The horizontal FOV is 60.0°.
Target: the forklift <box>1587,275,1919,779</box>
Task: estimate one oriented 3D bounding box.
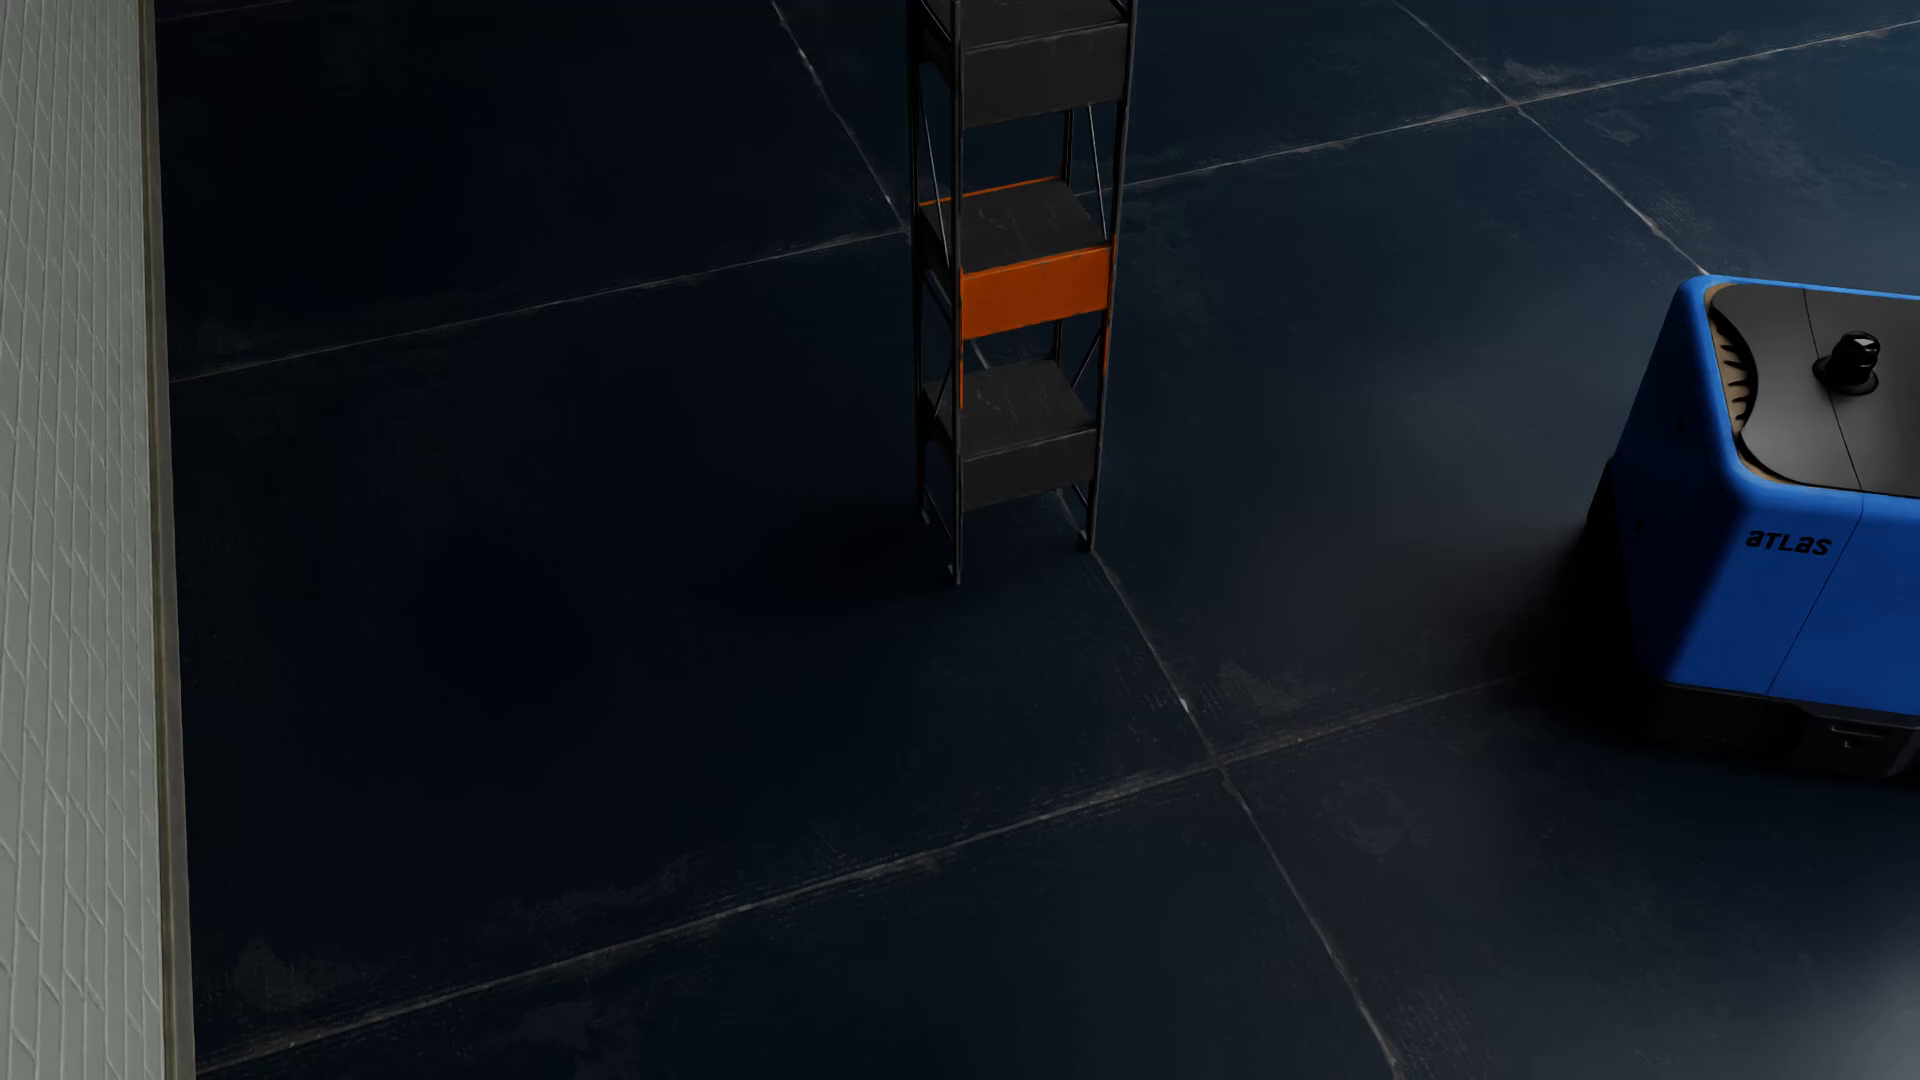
[{"bbox_3d":[3.571,-0.570,4.249,3.031,2.935,1.130,7,46,7],"label":"forklift"}]

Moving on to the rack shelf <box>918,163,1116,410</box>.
[{"bbox_3d":[0.156,-0.771,5.056,0.480,0.518,0.431,-14,47,-14],"label":"rack shelf"}]

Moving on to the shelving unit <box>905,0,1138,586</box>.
[{"bbox_3d":[0.156,-0.781,5.046,0.503,2.100,0.431,-14,47,-14],"label":"shelving unit"}]

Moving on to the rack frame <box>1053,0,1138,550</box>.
[{"bbox_3d":[0.385,-0.840,5.104,0.015,2.100,0.400,-14,47,-14],"label":"rack frame"}]

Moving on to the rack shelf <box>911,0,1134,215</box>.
[{"bbox_3d":[0.156,-1.266,4.560,0.480,0.518,0.431,-14,47,-14],"label":"rack shelf"}]

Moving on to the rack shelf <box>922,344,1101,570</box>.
[{"bbox_3d":[0.156,-0.277,5.551,0.480,0.518,0.431,-14,47,-14],"label":"rack shelf"}]

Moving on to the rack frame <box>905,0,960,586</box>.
[{"bbox_3d":[-0.074,-0.722,4.987,0.015,2.100,0.400,-14,47,-14],"label":"rack frame"}]
